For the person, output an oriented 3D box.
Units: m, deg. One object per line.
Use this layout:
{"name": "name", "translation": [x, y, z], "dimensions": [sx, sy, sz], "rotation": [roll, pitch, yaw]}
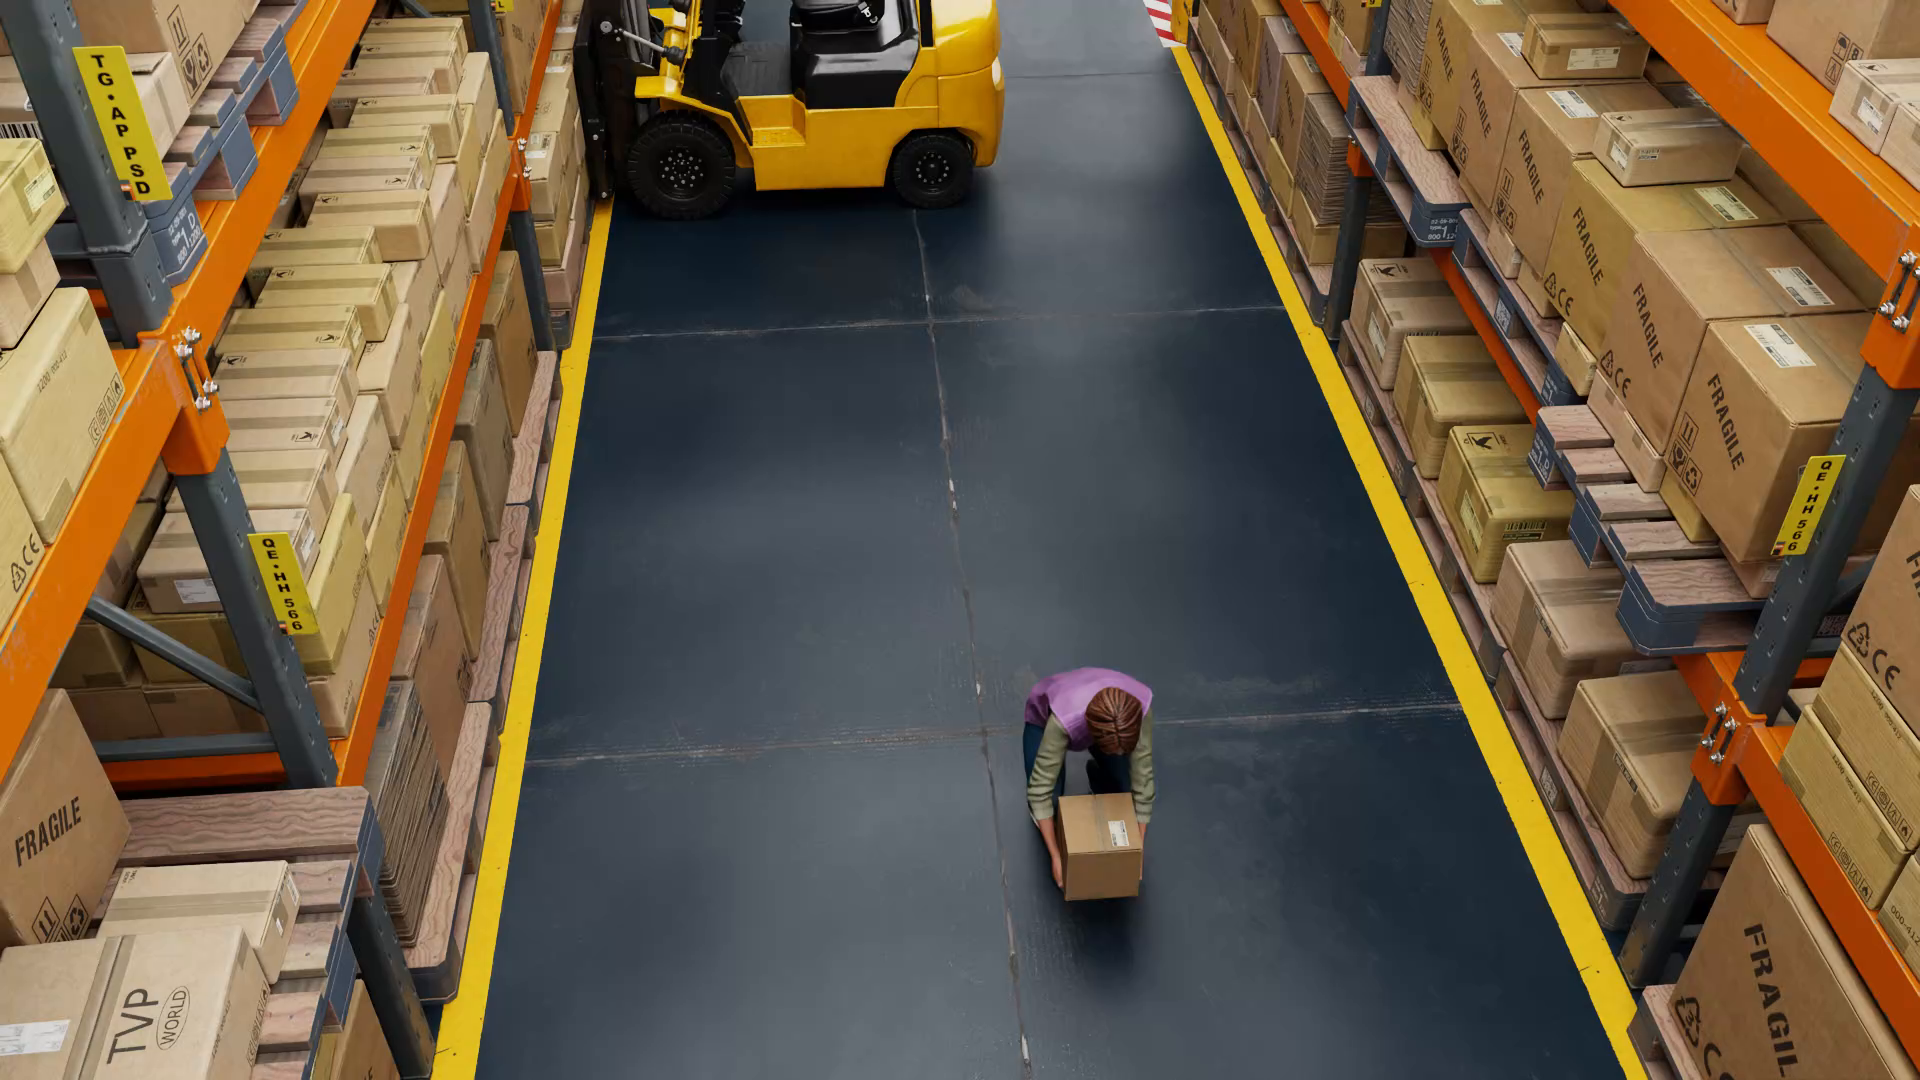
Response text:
{"name": "person", "translation": [0.441, 0.744, 5.835], "dimensions": [0.453, 0.880, 0.808], "rotation": [-3, 40, -4]}
